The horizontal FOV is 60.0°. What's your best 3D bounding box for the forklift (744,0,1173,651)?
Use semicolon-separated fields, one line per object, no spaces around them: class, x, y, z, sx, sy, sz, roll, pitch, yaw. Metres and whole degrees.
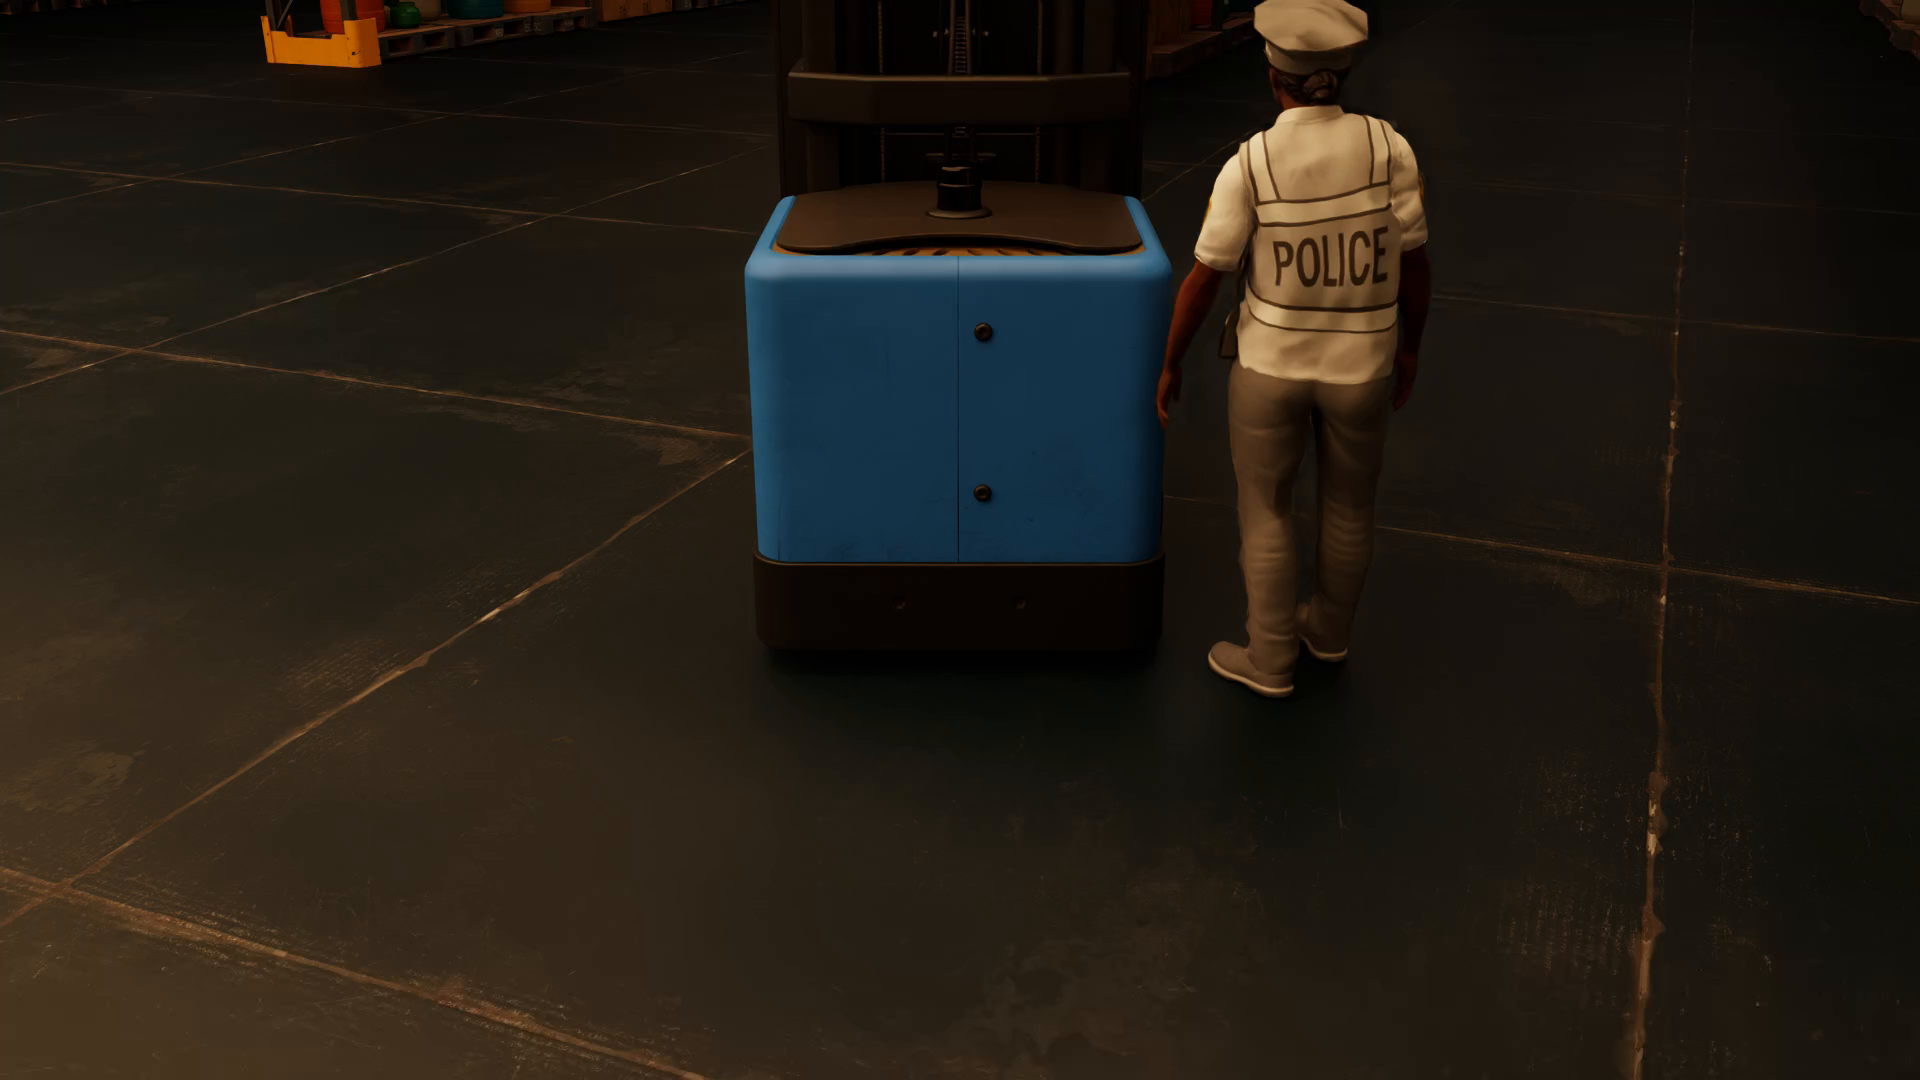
forklift;0.002;-1.587;5.089;1.130;2.935;3.031;0;23;0

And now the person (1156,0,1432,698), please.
person;0.775;-0.438;3.983;0.616;1.680;0.587;0;23;0
